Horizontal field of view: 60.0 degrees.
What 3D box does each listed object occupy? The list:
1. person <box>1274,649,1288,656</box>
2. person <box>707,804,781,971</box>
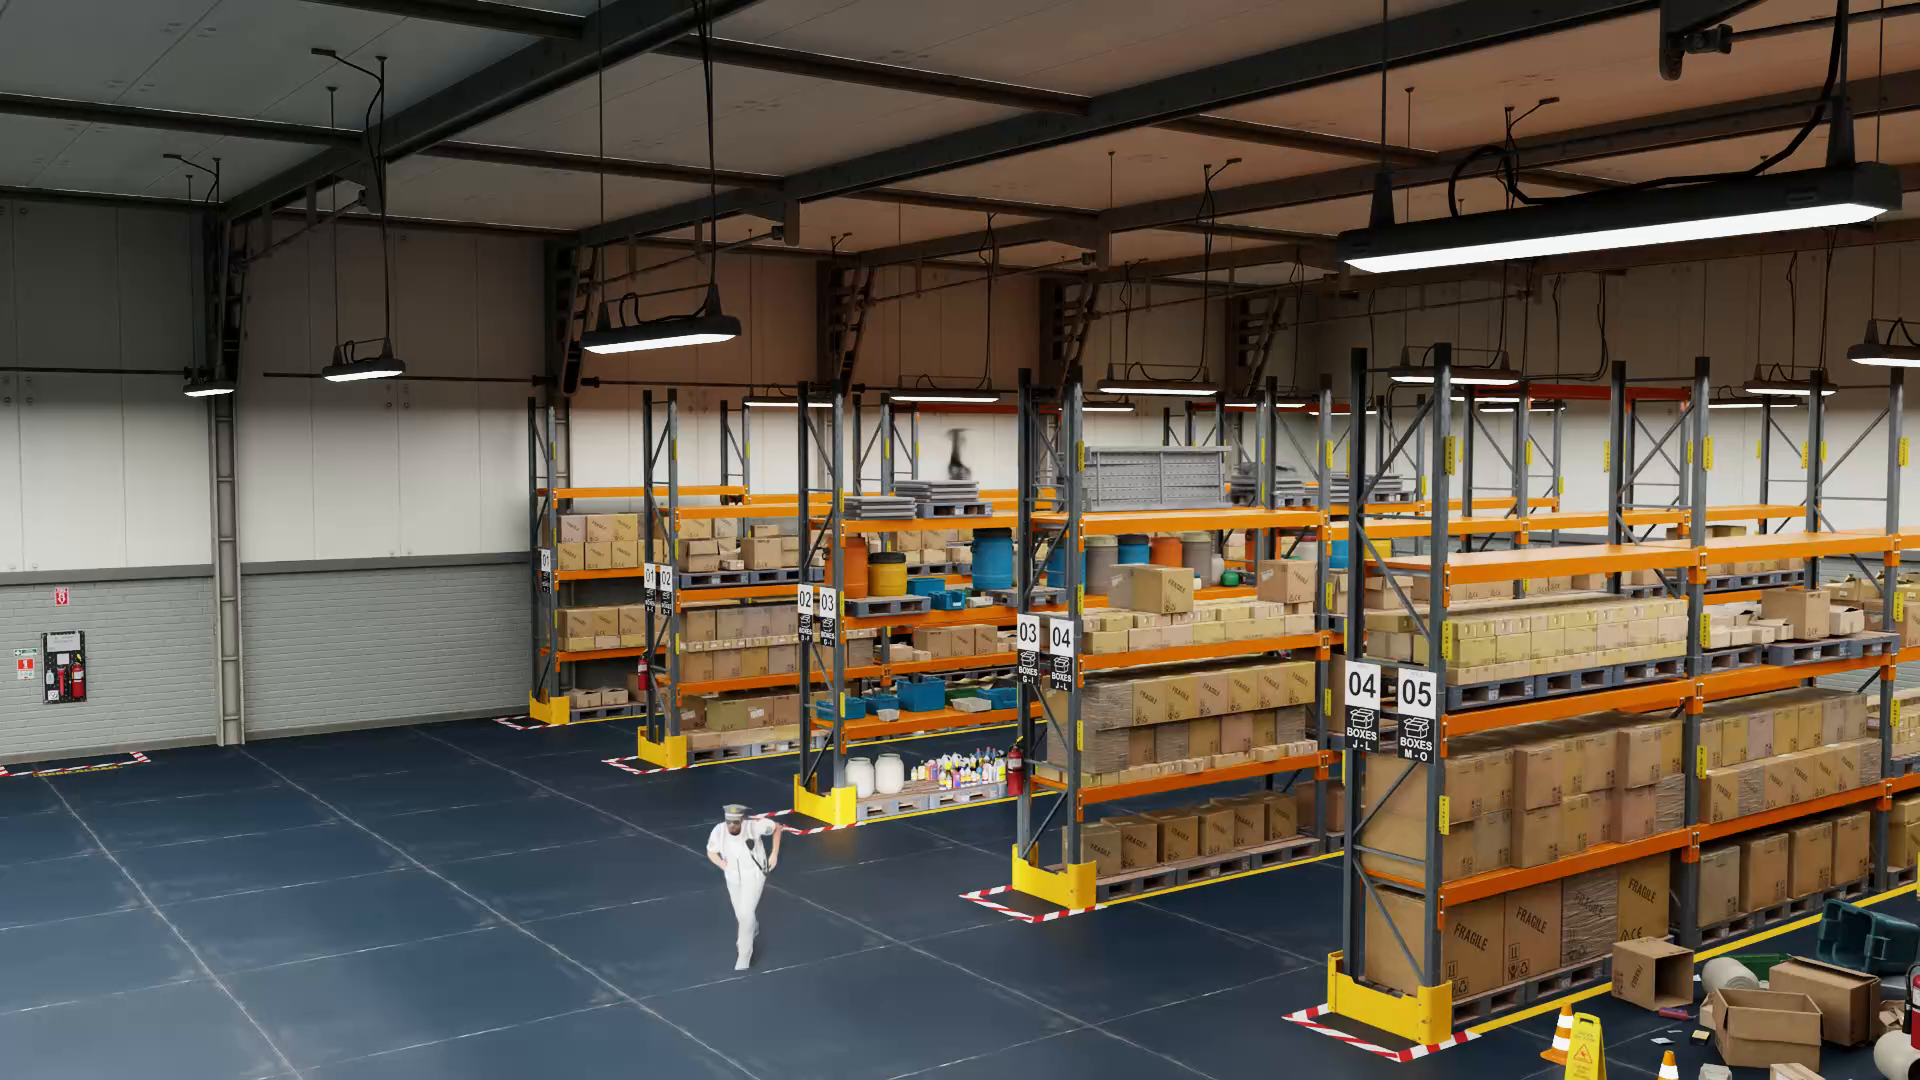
[{"bbox_3d":[5.984,2.484,31.949,0.538,1.596,0.600,-3,4,-41],"label":"person"},{"bbox_3d":[-2.122,3.400,16.531,0.705,1.712,1.021,0,3,8],"label":"person"}]
